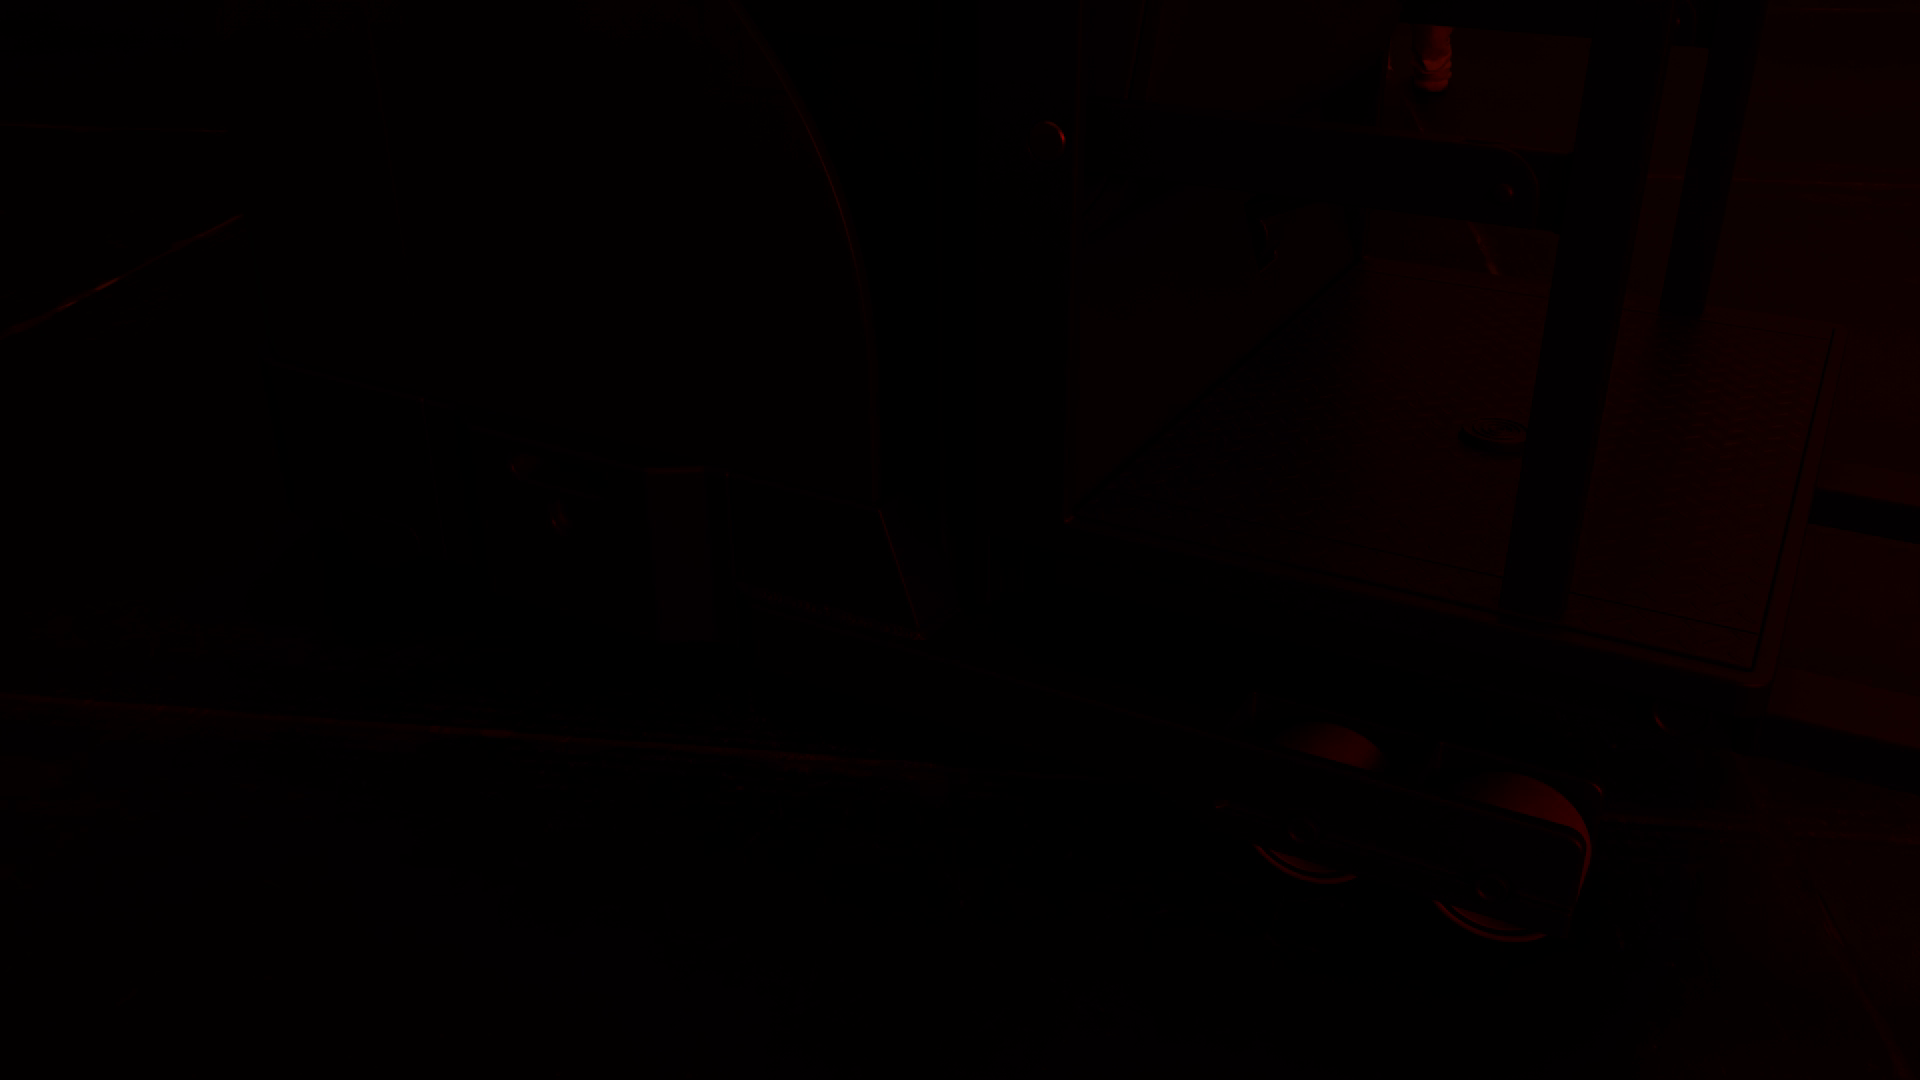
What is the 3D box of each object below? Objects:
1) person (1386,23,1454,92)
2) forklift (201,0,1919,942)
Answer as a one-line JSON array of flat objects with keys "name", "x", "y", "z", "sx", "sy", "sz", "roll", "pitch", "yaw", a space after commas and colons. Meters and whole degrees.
[{"name": "person", "x": 1.322, "y": -2.249, "z": 5.014, "sx": 0.666, "sy": 1.765, "sz": 0.578, "roll": 0, "pitch": 27, "yaw": 1}, {"name": "forklift", "x": 0.546, "y": -1.177, "z": 1.576, "sx": 3.031, "sy": 2.935, "sz": 1.130, "roll": 14, "pitch": 30, "yaw": 26}]
